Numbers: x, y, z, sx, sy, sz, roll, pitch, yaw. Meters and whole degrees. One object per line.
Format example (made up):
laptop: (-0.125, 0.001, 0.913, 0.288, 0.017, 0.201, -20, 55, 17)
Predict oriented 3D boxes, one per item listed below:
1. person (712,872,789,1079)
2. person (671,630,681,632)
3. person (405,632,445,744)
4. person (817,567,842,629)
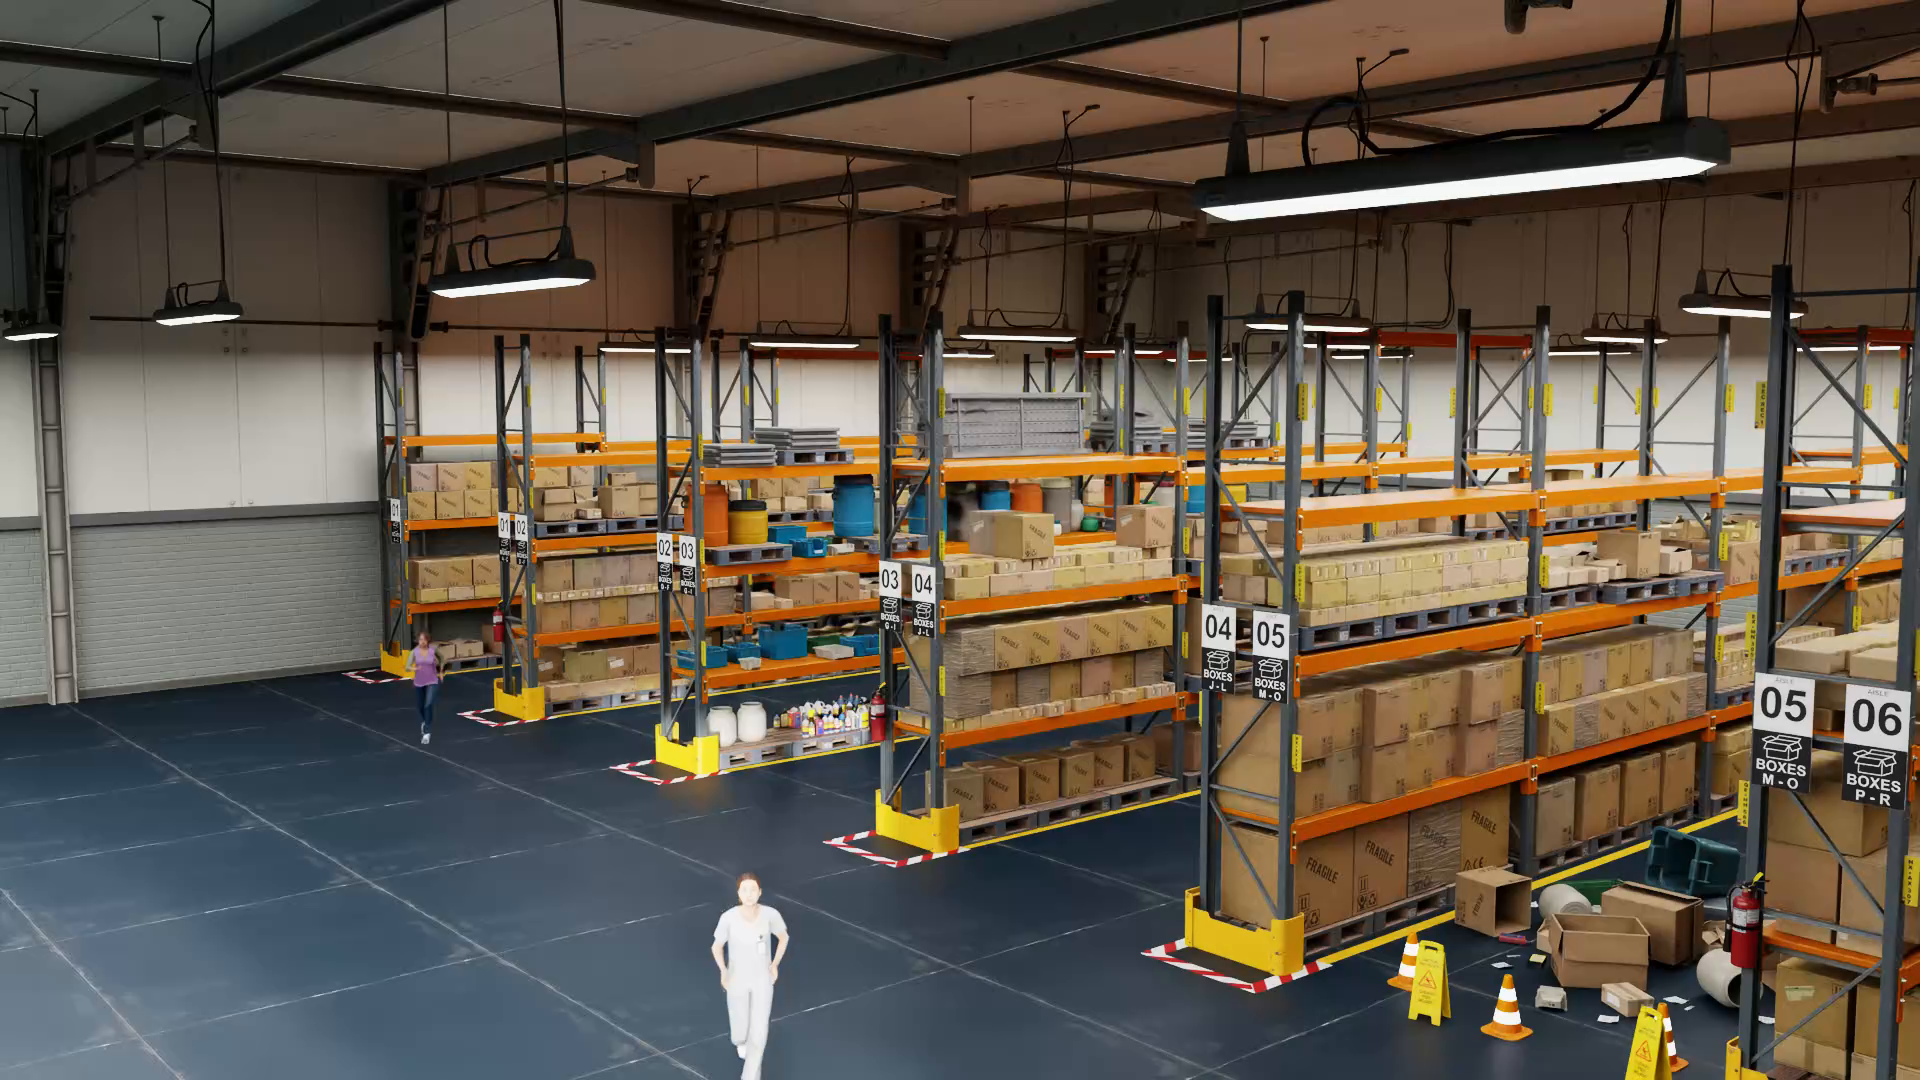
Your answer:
person: (-1.537, 3.245, 12.237, 0.565, 1.640, 0.731, -1, 5, -8)
person: (-5.176, 1.646, 29.872, 0.616, 1.630, 0.612, 5, 7, 44)
person: (-7.838, 2.124, 24.373, 0.533, 1.595, 0.887, -1, 5, -12)
person: (-2.519, 1.377, 32.649, 0.797, 1.709, 0.555, -4, 7, -39)
